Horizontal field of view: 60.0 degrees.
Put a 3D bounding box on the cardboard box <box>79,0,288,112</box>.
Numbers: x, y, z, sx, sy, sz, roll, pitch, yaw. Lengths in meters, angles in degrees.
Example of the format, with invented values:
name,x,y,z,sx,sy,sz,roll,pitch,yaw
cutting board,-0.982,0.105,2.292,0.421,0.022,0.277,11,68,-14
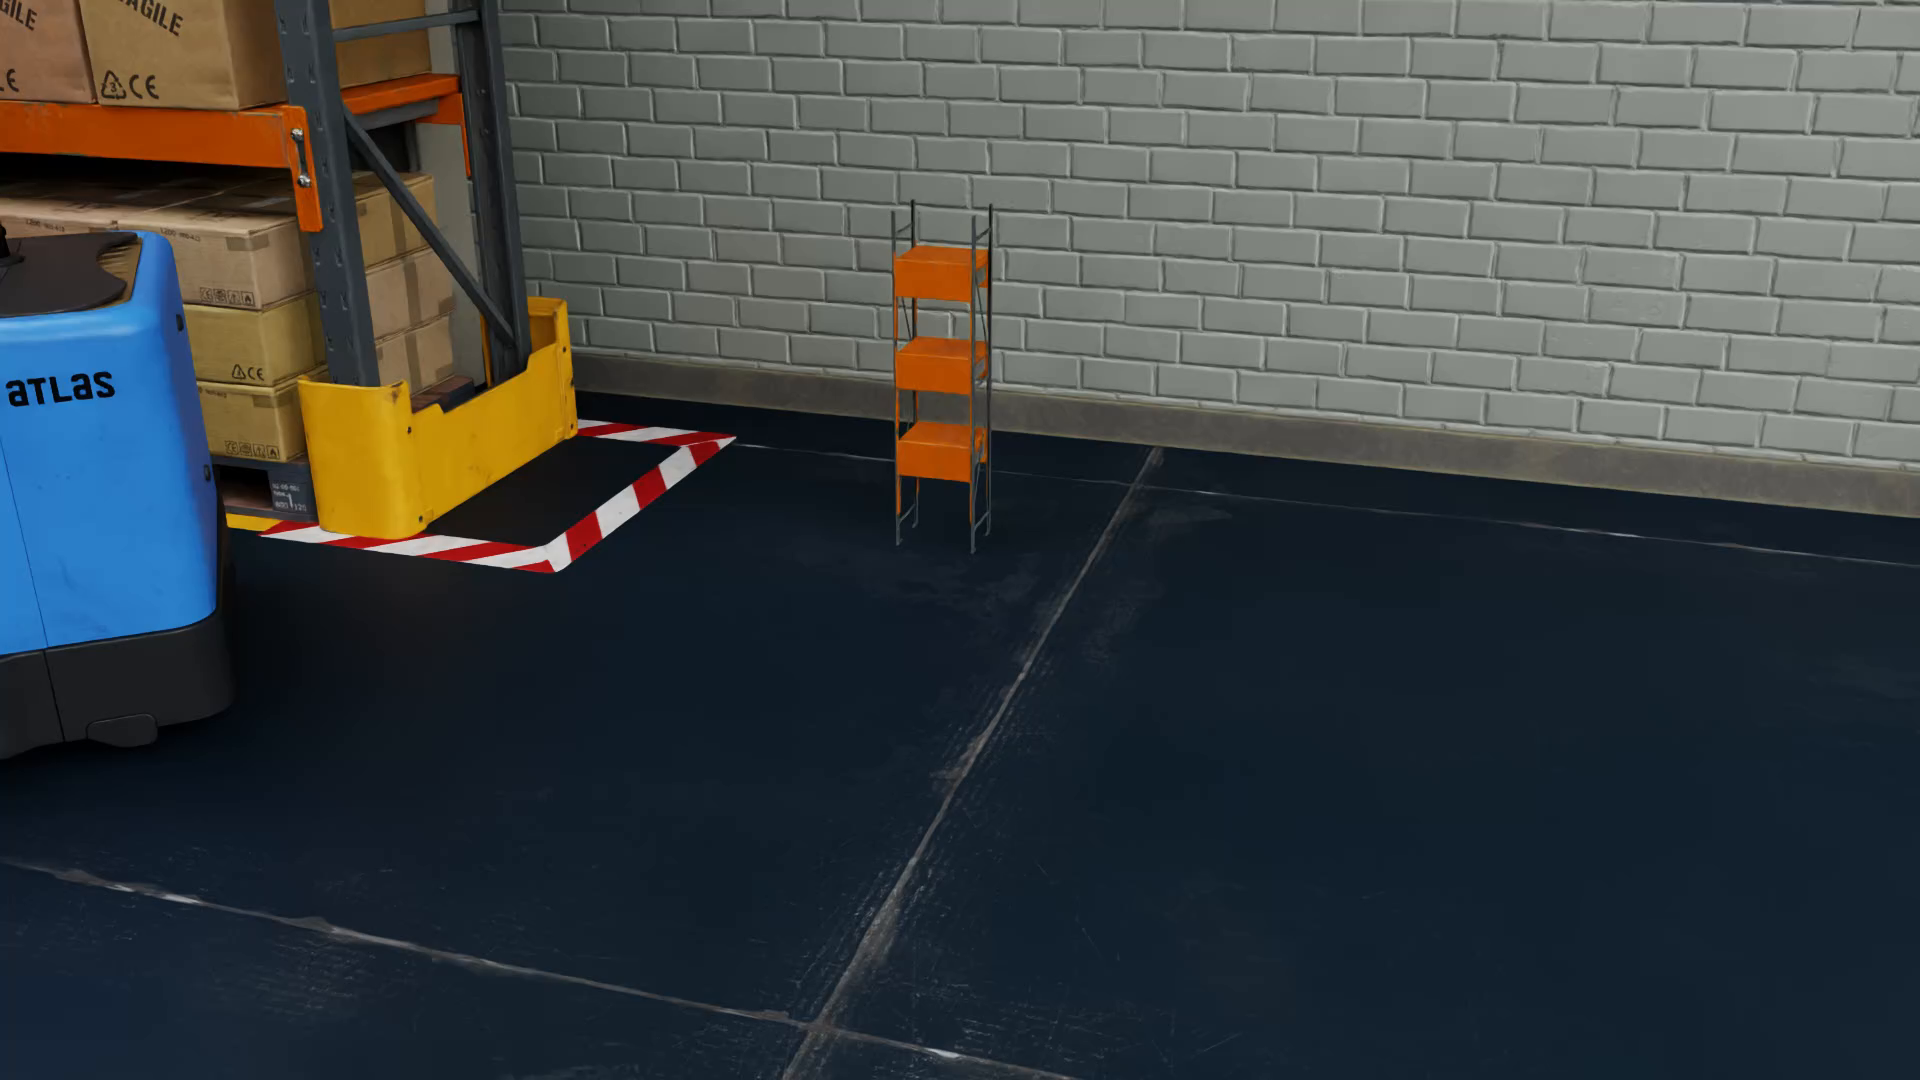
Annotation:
name,x,y,z,sx,sy,sz,roll,pitch,yaw
cardboard box,-2.323,-1.621,5.137,0.500,0.500,0.500,6,23,14

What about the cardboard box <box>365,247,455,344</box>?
name,x,y,z,sx,sy,sz,roll,pitch,yaw
cardboard box,-2.166,-0.897,5.914,0.500,0.250,0.500,7,23,16

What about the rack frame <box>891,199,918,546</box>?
name,x,y,z,sx,sy,sz,roll,pitch,yaw
rack frame,-0.168,-0.505,5.118,0.008,1.050,0.200,7,23,16

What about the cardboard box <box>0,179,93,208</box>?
name,x,y,z,sx,sy,sz,roll,pitch,yaw
cardboard box,-3.284,-1.044,5.614,0.500,0.250,0.500,7,23,16

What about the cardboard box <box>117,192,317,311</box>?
name,x,y,z,sx,sy,sz,roll,pitch,yaw
cardboard box,-2.307,-0.938,5.356,0.500,0.250,0.500,7,23,17

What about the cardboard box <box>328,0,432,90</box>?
name,x,y,z,sx,sy,sz,roll,pitch,yaw
cardboard box,-2.170,-1.818,5.617,0.500,0.500,0.500,7,23,17

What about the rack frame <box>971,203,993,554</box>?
name,x,y,z,sx,sy,sz,roll,pitch,yaw
rack frame,0.066,-0.478,5.052,0.008,1.050,0.200,7,23,16

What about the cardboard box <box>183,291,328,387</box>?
name,x,y,z,sx,sy,sz,roll,pitch,yaw
cardboard box,-2.333,-0.709,5.458,0.500,0.250,0.500,6,23,15

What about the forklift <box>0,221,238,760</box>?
name,x,y,z,sx,sy,sz,roll,pitch,yaw
forklift,-3.359,-0.833,3.438,3.031,2.935,1.130,-9,24,-21

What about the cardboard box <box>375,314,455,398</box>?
name,x,y,z,sx,sy,sz,roll,pitch,yaw
cardboard box,-2.190,-0.663,6.004,0.500,0.250,0.500,7,23,16

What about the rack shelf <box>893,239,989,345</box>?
name,x,y,z,sx,sy,sz,roll,pitch,yaw
rack shelf,-0.051,-0.744,4.981,0.240,0.259,0.215,7,23,16

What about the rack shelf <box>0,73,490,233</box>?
name,x,y,z,sx,sy,sz,roll,pitch,yaw
rack shelf,-3.691,-1.502,5.928,4.000,0.370,1.077,7,23,16

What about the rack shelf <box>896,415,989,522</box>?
name,x,y,z,sx,sy,sz,roll,pitch,yaw
rack shelf,-0.051,-0.225,5.195,0.240,0.259,0.215,7,23,16

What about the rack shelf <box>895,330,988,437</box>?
name,x,y,z,sx,sy,sz,roll,pitch,yaw
rack shelf,-0.051,-0.482,5.089,0.240,0.259,0.215,7,23,16

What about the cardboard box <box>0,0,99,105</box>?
name,x,y,z,sx,sy,sz,roll,pitch,yaw
cardboard box,-2.817,-1.681,5.284,0.500,0.500,0.500,7,23,17

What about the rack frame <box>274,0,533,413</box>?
name,x,y,z,sx,sy,sz,roll,pitch,yaw
rack frame,-1.776,-1.616,5.257,0.127,3.000,1.000,7,23,16

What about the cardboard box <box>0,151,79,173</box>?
name,x,y,z,sx,sy,sz,roll,pitch,yaw
cardboard box,-3.625,-1.293,6.222,0.500,0.250,0.500,6,23,14

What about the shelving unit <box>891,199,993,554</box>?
name,x,y,z,sx,sy,sz,roll,pitch,yaw
shelving unit,-0.051,-0.492,5.085,0.252,1.050,0.215,7,23,16

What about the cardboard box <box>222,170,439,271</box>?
name,x,y,z,sx,sy,sz,roll,pitch,yaw
cardboard box,-2.182,-1.122,5.806,0.500,0.250,0.500,6,23,15

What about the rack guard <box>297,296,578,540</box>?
name,x,y,z,sx,sy,sz,roll,pitch,yaw
rack guard,-1.753,-0.457,5.725,0.348,0.500,1.175,7,23,16

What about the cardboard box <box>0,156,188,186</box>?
name,x,y,z,sx,sy,sz,roll,pitch,yaw
cardboard box,-3.137,-1.234,6.079,0.500,0.250,0.500,6,23,15

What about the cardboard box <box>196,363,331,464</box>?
name,x,y,z,sx,sy,sz,roll,pitch,yaw
cardboard box,-2.317,-0.475,5.545,0.500,0.250,0.500,7,23,16

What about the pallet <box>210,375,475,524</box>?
name,x,y,z,sx,sy,sz,roll,pitch,yaw
pallet,-2.520,-0.395,5.954,1.213,0.211,1.003,7,23,16

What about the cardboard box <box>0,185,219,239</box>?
name,x,y,z,sx,sy,sz,roll,pitch,yaw
cardboard box,-2.798,-0.992,5.488,0.500,0.250,0.500,7,23,16

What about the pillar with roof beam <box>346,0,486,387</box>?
name,x,y,z,sx,sy,sz,roll,pitch,yaw
pillar with roof beam,-3.426,-3.231,1.290,0.400,9.000,9.100,7,23,16

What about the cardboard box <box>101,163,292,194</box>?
name,x,y,z,sx,sy,sz,roll,pitch,yaw
cardboard box,-2.661,-1.176,5.936,0.500,0.250,0.500,7,23,16
